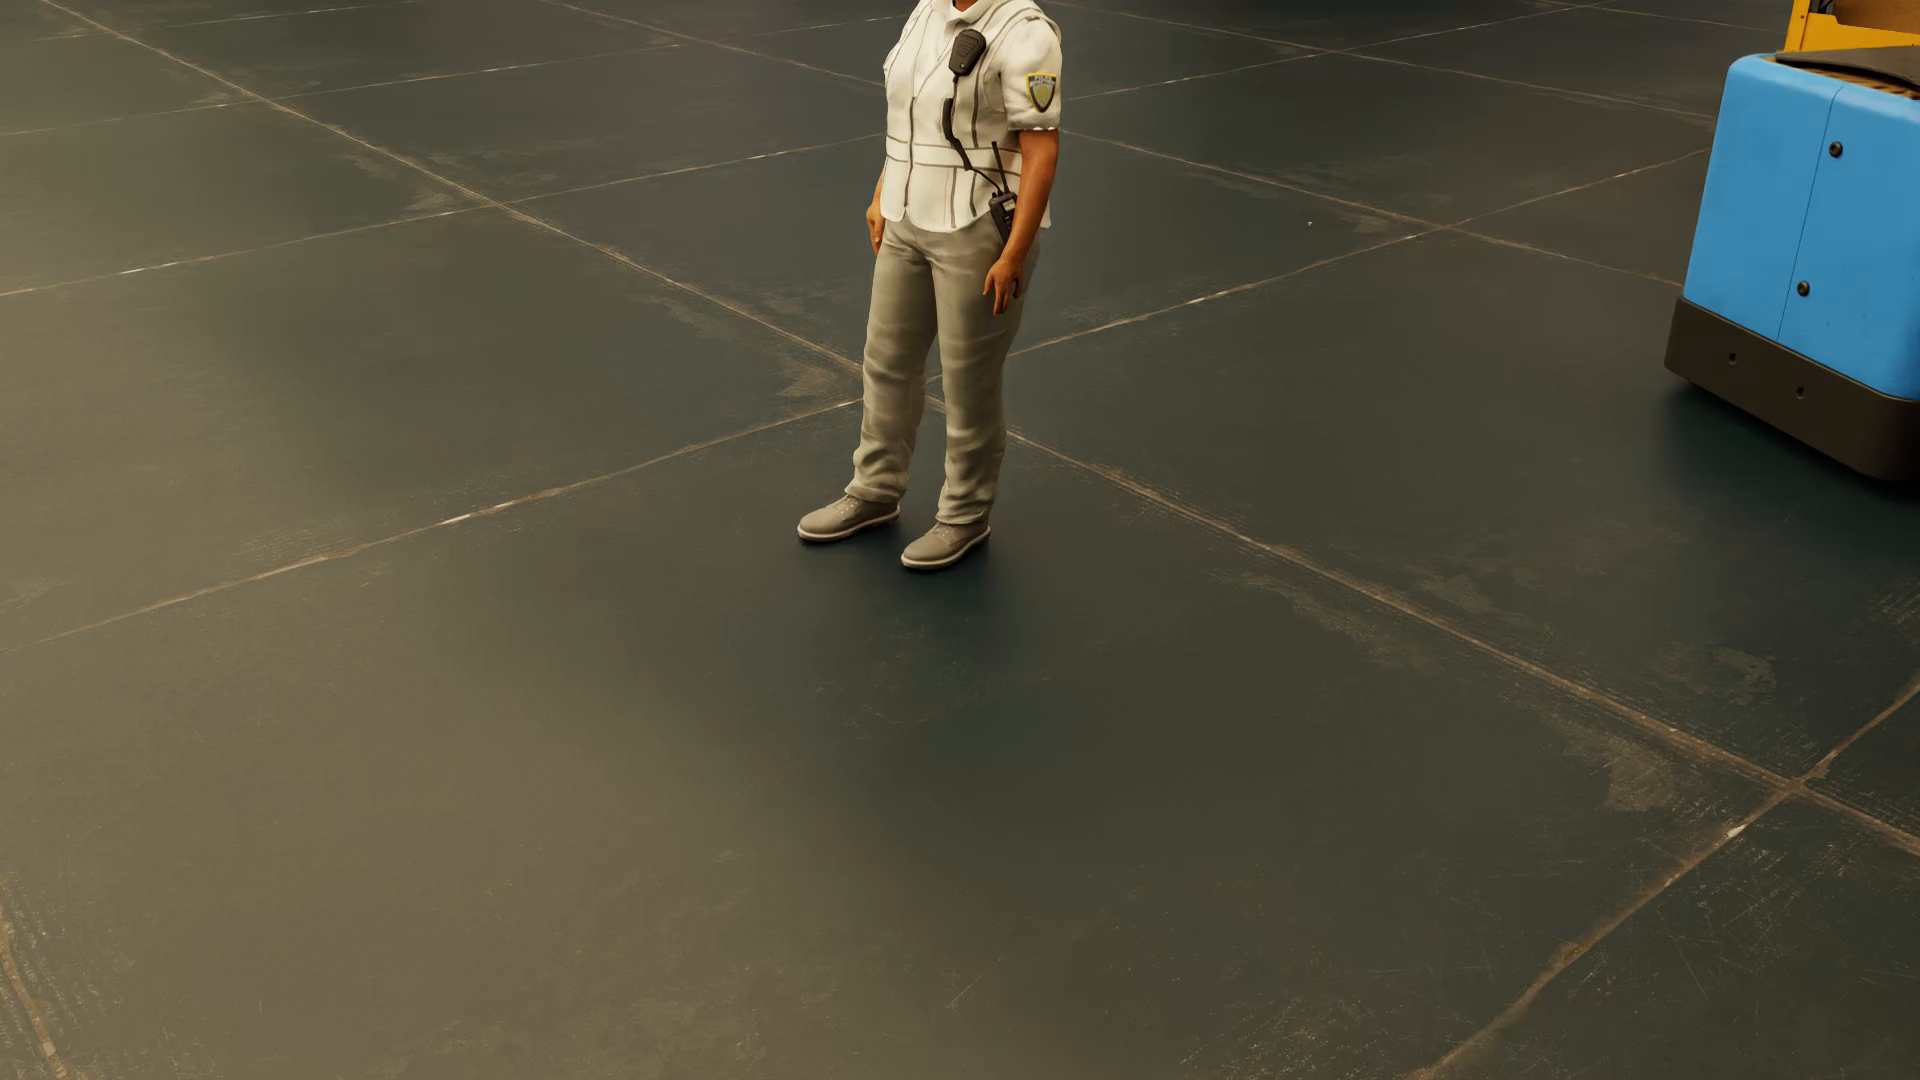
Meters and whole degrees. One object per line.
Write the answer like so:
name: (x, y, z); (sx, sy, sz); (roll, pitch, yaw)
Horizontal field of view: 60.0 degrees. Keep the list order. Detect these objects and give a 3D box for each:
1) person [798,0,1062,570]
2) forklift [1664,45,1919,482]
person: (-0.073, -0.739, 4.099); (0.529, 1.670, 0.599); (-20, 33, -35)
forklift: (3.903, -1.800, 4.831); (3.031, 2.935, 1.130); (-7, 27, -14)
